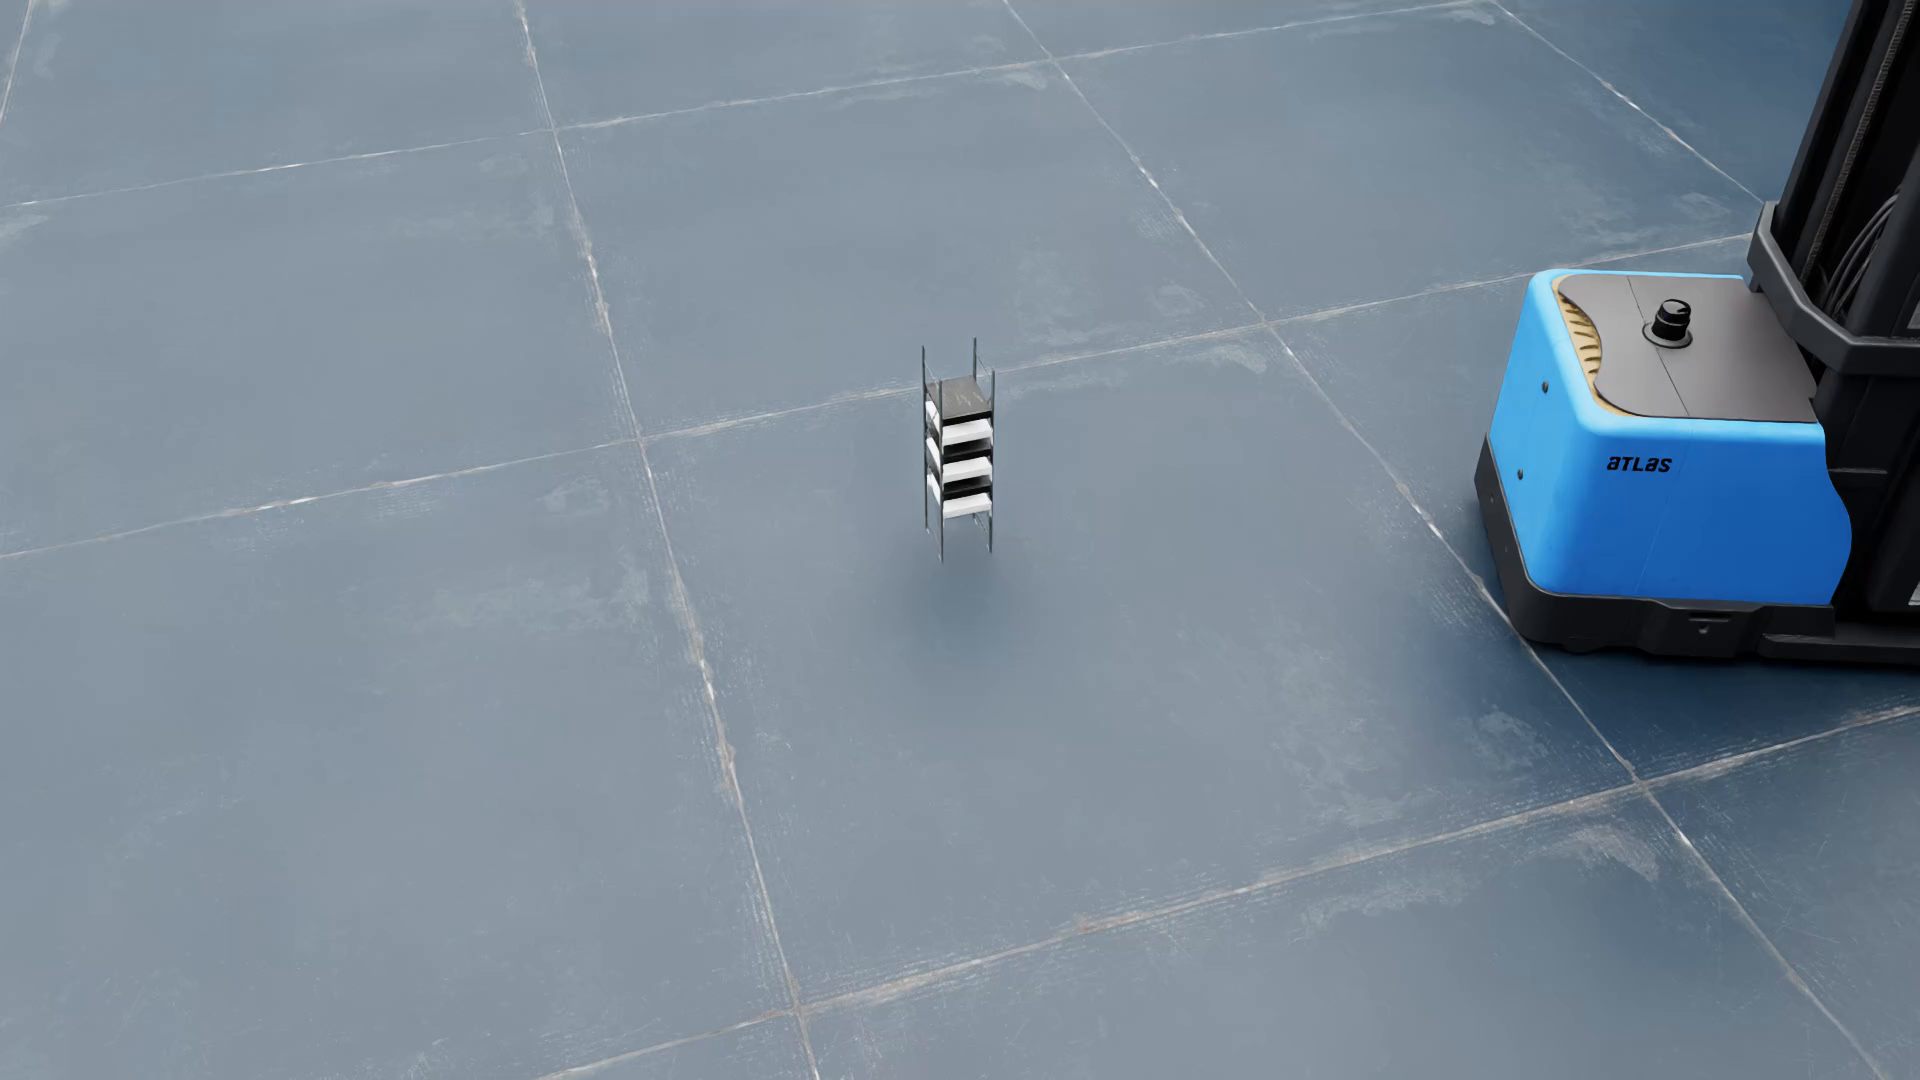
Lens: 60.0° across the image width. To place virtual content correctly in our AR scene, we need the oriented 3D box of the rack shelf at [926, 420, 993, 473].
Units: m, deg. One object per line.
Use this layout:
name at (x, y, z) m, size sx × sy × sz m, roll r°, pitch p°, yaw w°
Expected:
rack shelf at (-0.008, -0.380, 6.415) m, size 0.200 × 0.077 × 0.258 m, roll -12°, pitch 42°, yaw -13°

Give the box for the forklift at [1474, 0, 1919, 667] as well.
forklift at (3.623, -0.950, 5.610) m, size 3.031 × 2.935 × 1.130 m, roll 2°, pitch 41°, yaw 3°

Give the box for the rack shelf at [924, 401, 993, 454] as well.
rack shelf at (-0.008, -0.448, 6.356) m, size 0.200 × 0.077 × 0.258 m, roll -12°, pitch 42°, yaw -13°

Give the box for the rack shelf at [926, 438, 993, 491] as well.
rack shelf at (-0.008, -0.312, 6.474) m, size 0.200 × 0.077 × 0.258 m, roll -12°, pitch 42°, yaw -13°

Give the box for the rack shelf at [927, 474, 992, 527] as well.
rack shelf at (-0.008, -0.177, 6.592) m, size 0.200 × 0.077 × 0.258 m, roll -12°, pitch 42°, yaw -13°

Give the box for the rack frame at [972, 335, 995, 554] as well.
rack frame at (0.089, -0.357, 6.475) m, size 0.006 × 0.900 × 0.240 m, roll -12°, pitch 42°, yaw -13°

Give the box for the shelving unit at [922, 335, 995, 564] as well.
shelving unit at (-0.008, -0.337, 6.452) m, size 0.210 × 0.900 × 0.258 m, roll -12°, pitch 42°, yaw -13°

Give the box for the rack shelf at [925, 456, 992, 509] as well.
rack shelf at (-0.008, -0.244, 6.533) m, size 0.200 × 0.077 × 0.258 m, roll -12°, pitch 42°, yaw -13°

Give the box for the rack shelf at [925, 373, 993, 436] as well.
rack shelf at (-0.008, -0.516, 6.296) m, size 0.200 × 0.077 × 0.258 m, roll -12°, pitch 42°, yaw -13°

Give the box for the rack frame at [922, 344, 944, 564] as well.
rack frame at (-0.105, -0.317, 6.429) m, size 0.006 × 0.900 × 0.240 m, roll -12°, pitch 42°, yaw -13°
